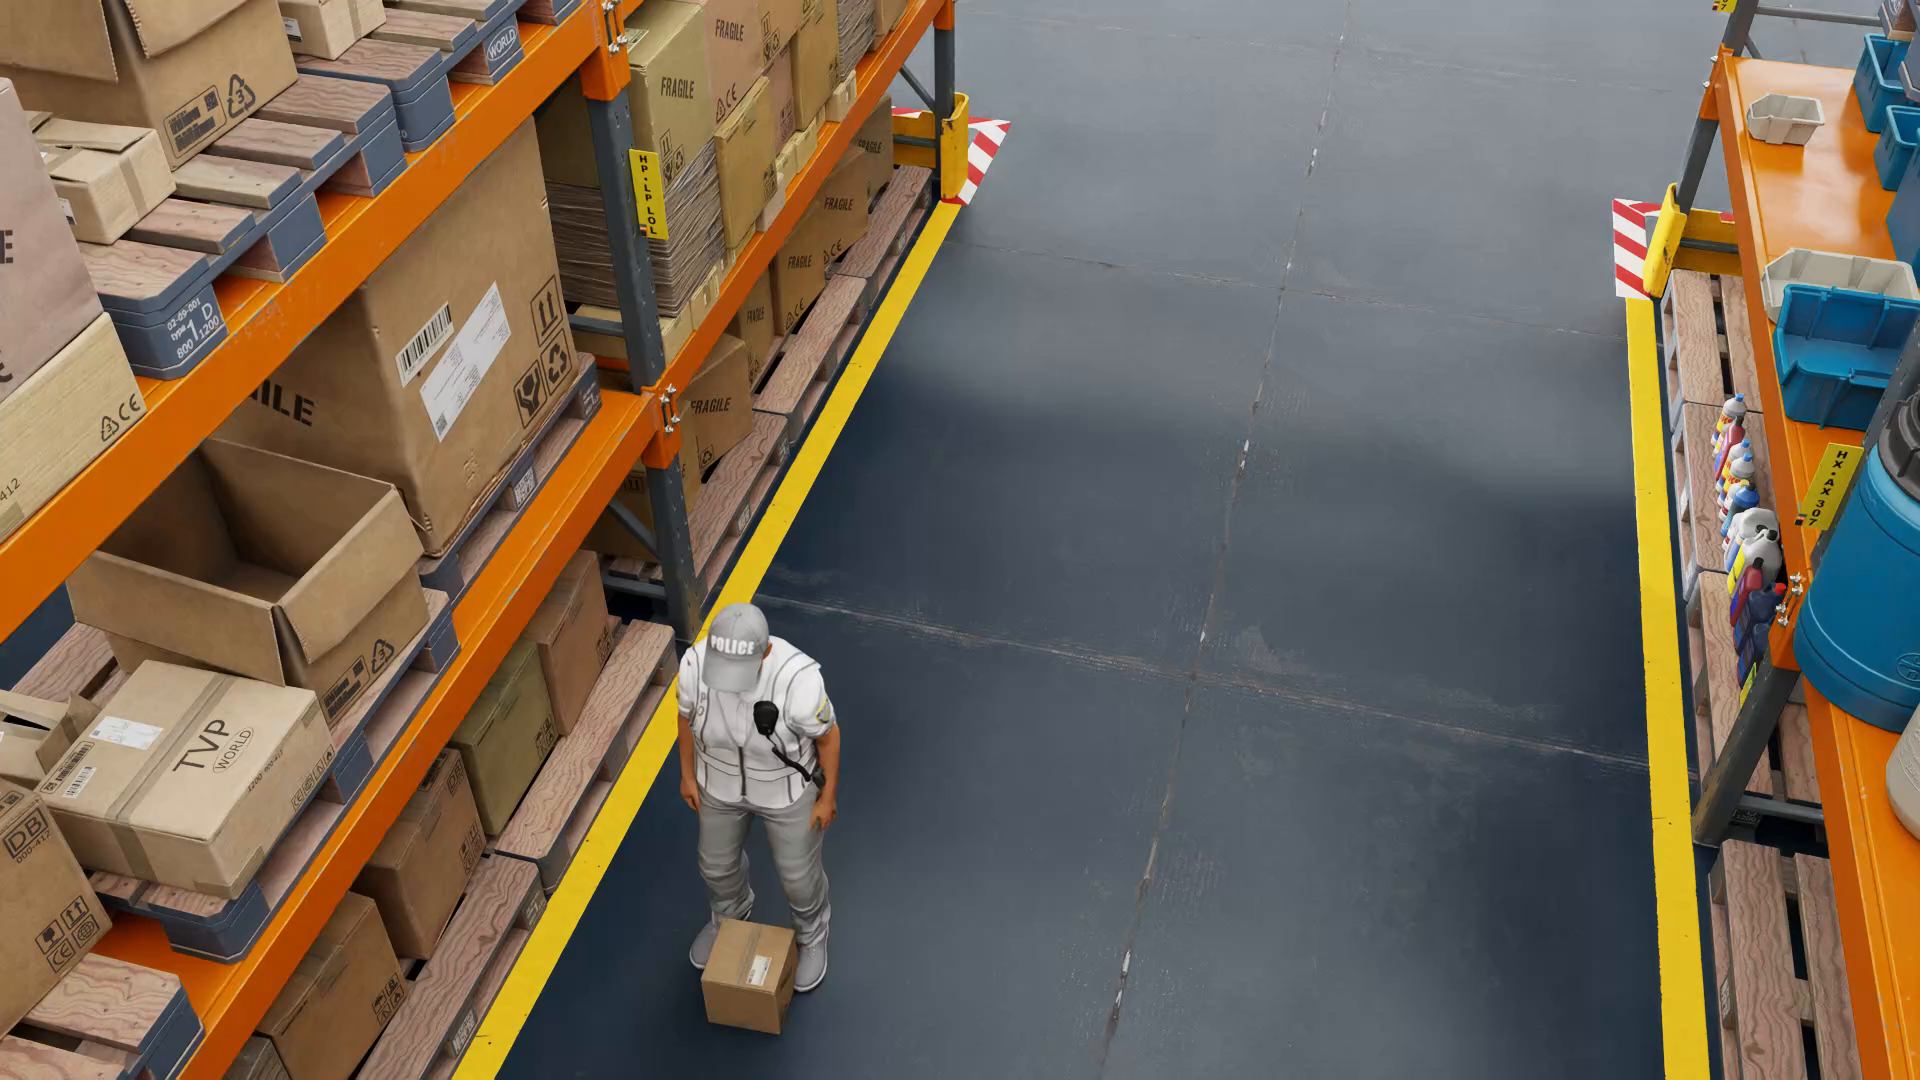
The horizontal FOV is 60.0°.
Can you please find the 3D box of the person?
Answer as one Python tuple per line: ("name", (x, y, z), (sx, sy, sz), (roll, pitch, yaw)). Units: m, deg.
("person", (-0.649, 0.787, 5.258), (0.546, 1.665, 0.469), (8, 42, 9))
